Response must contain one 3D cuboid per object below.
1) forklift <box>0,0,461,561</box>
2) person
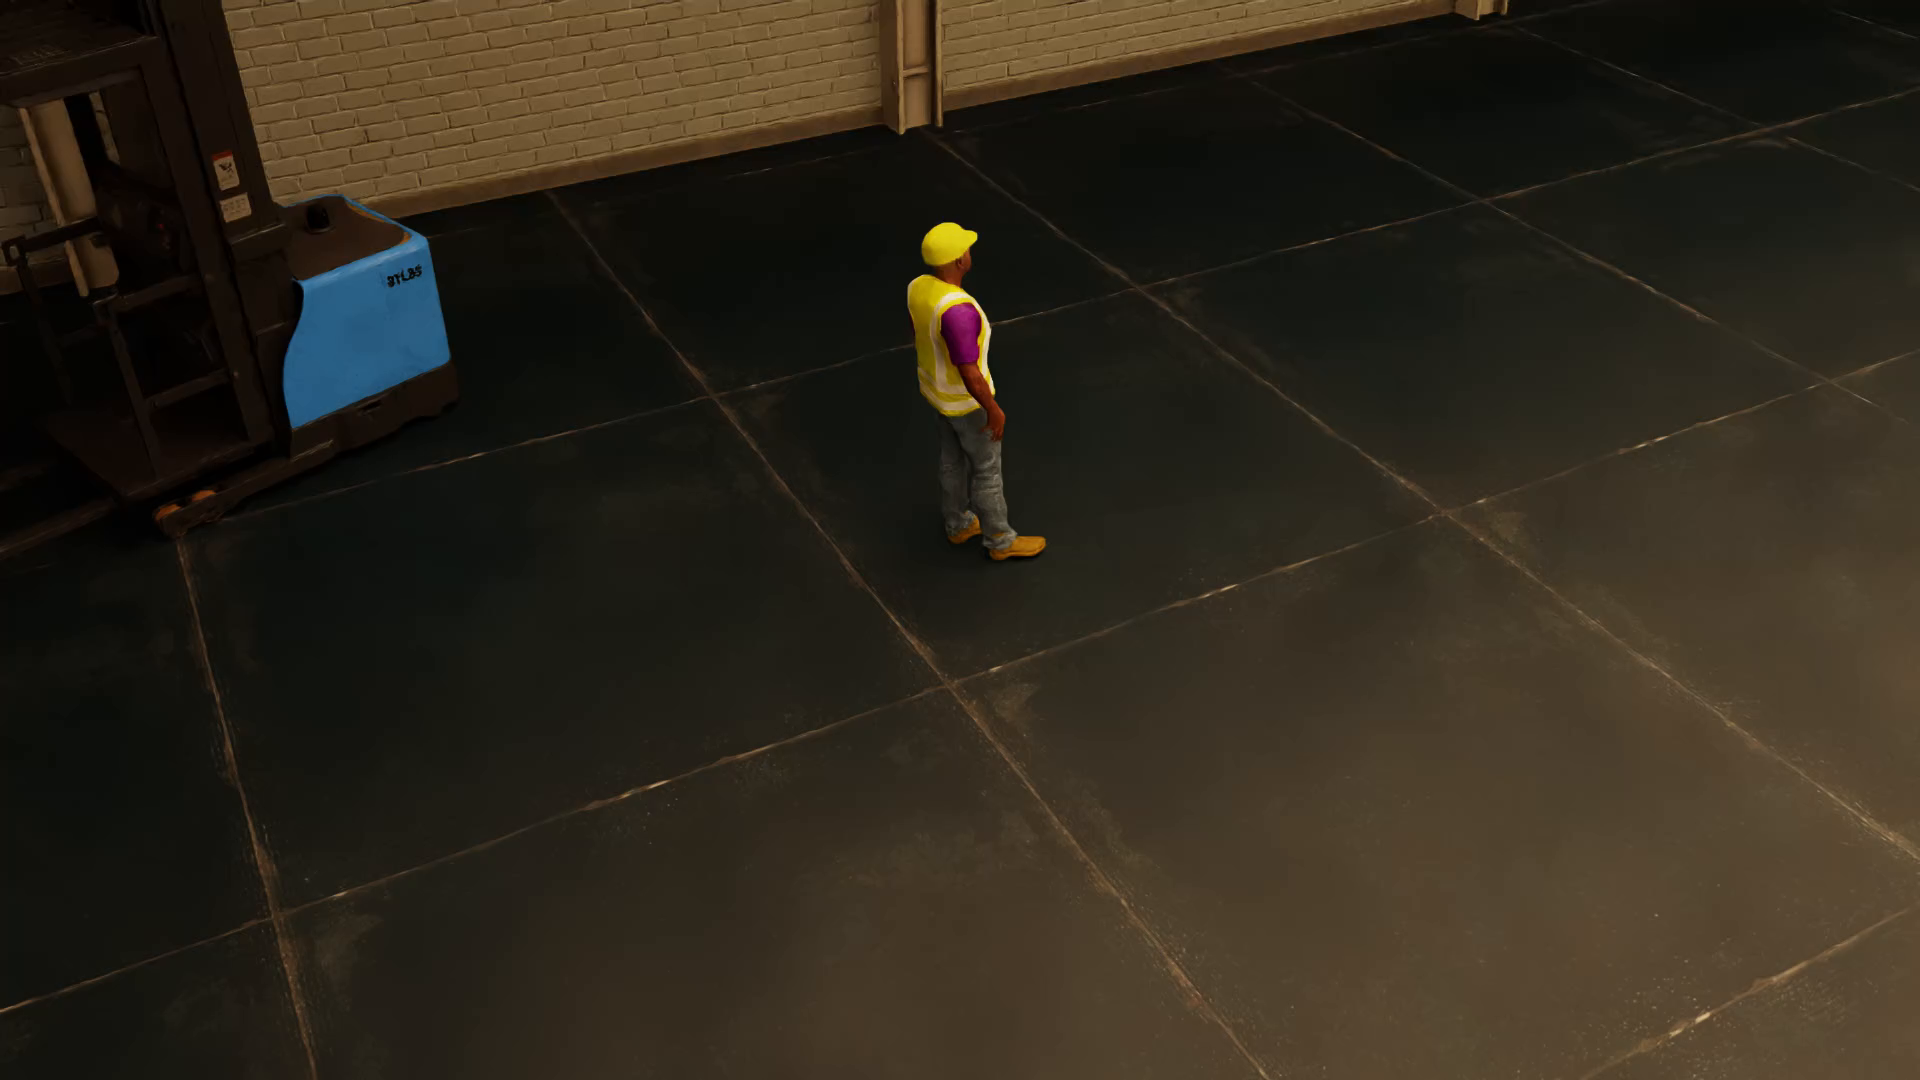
[{"bbox_3d":[-4.284,-1.543,8.306,1.130,2.935,3.031,27,44,33],"label":"forklift"},{"bbox_3d":[0.064,-0.743,8.171,0.576,1.766,0.665,-17,39,-23],"label":"person"}]
